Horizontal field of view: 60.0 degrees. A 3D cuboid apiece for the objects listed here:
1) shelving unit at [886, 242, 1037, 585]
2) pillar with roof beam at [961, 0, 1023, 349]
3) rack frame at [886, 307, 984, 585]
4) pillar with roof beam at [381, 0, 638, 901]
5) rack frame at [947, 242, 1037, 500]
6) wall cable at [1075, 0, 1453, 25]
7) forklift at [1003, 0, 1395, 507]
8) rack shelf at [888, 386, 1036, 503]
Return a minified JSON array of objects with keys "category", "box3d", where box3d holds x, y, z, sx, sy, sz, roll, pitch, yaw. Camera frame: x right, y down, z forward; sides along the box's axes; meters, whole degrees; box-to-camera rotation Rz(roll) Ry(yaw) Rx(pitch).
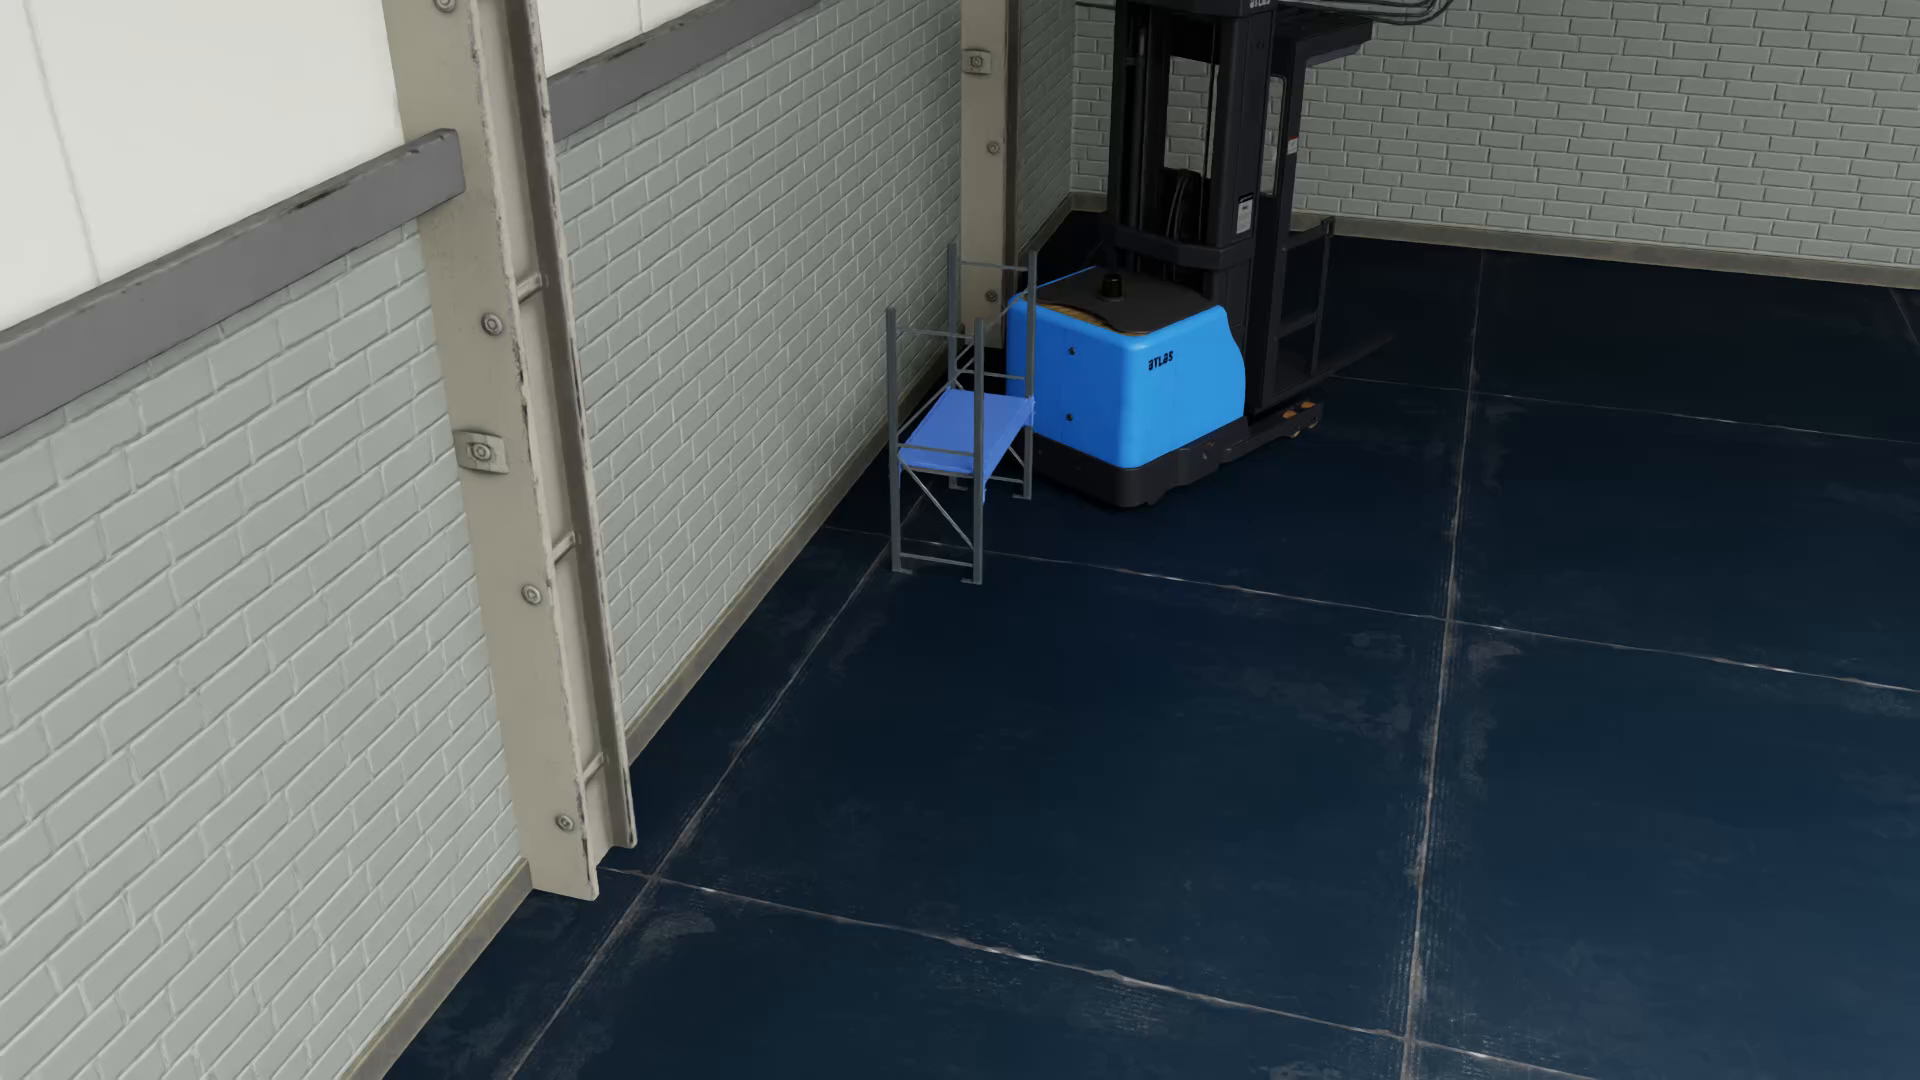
[{"category":"shelving unit","box3d":[0.025,-0.695,8.957,0.538,1.500,1.048,8,30,15]},{"category":"pillar with roof beam","box3d":[4.321,-4.775,8.577,9.100,9.000,0.400,8,30,15]},{"category":"rack frame","box3d":[-0.124,-0.459,8.532,0.500,1.500,0.032,8,30,15]},{"category":"pillar with roof beam","box3d":[2.560,-1.987,3.564,9.100,9.000,0.400,8,30,15]},{"category":"rack frame","box3d":[0.174,-0.931,9.381,0.500,1.500,0.032,8,30,15]},{"category":"wall cable","box3d":[2.334,-5.213,12.558,3.097,2.526,0.112,8,30,15]},{"category":"forklift","box3d":[1.653,-2.081,9.975,3.031,2.935,1.130,-26,38,-38]},{"category":"rack shelf","box3d":[0.025,-0.538,9.044,0.538,0.185,1.000,8,30,15]}]
